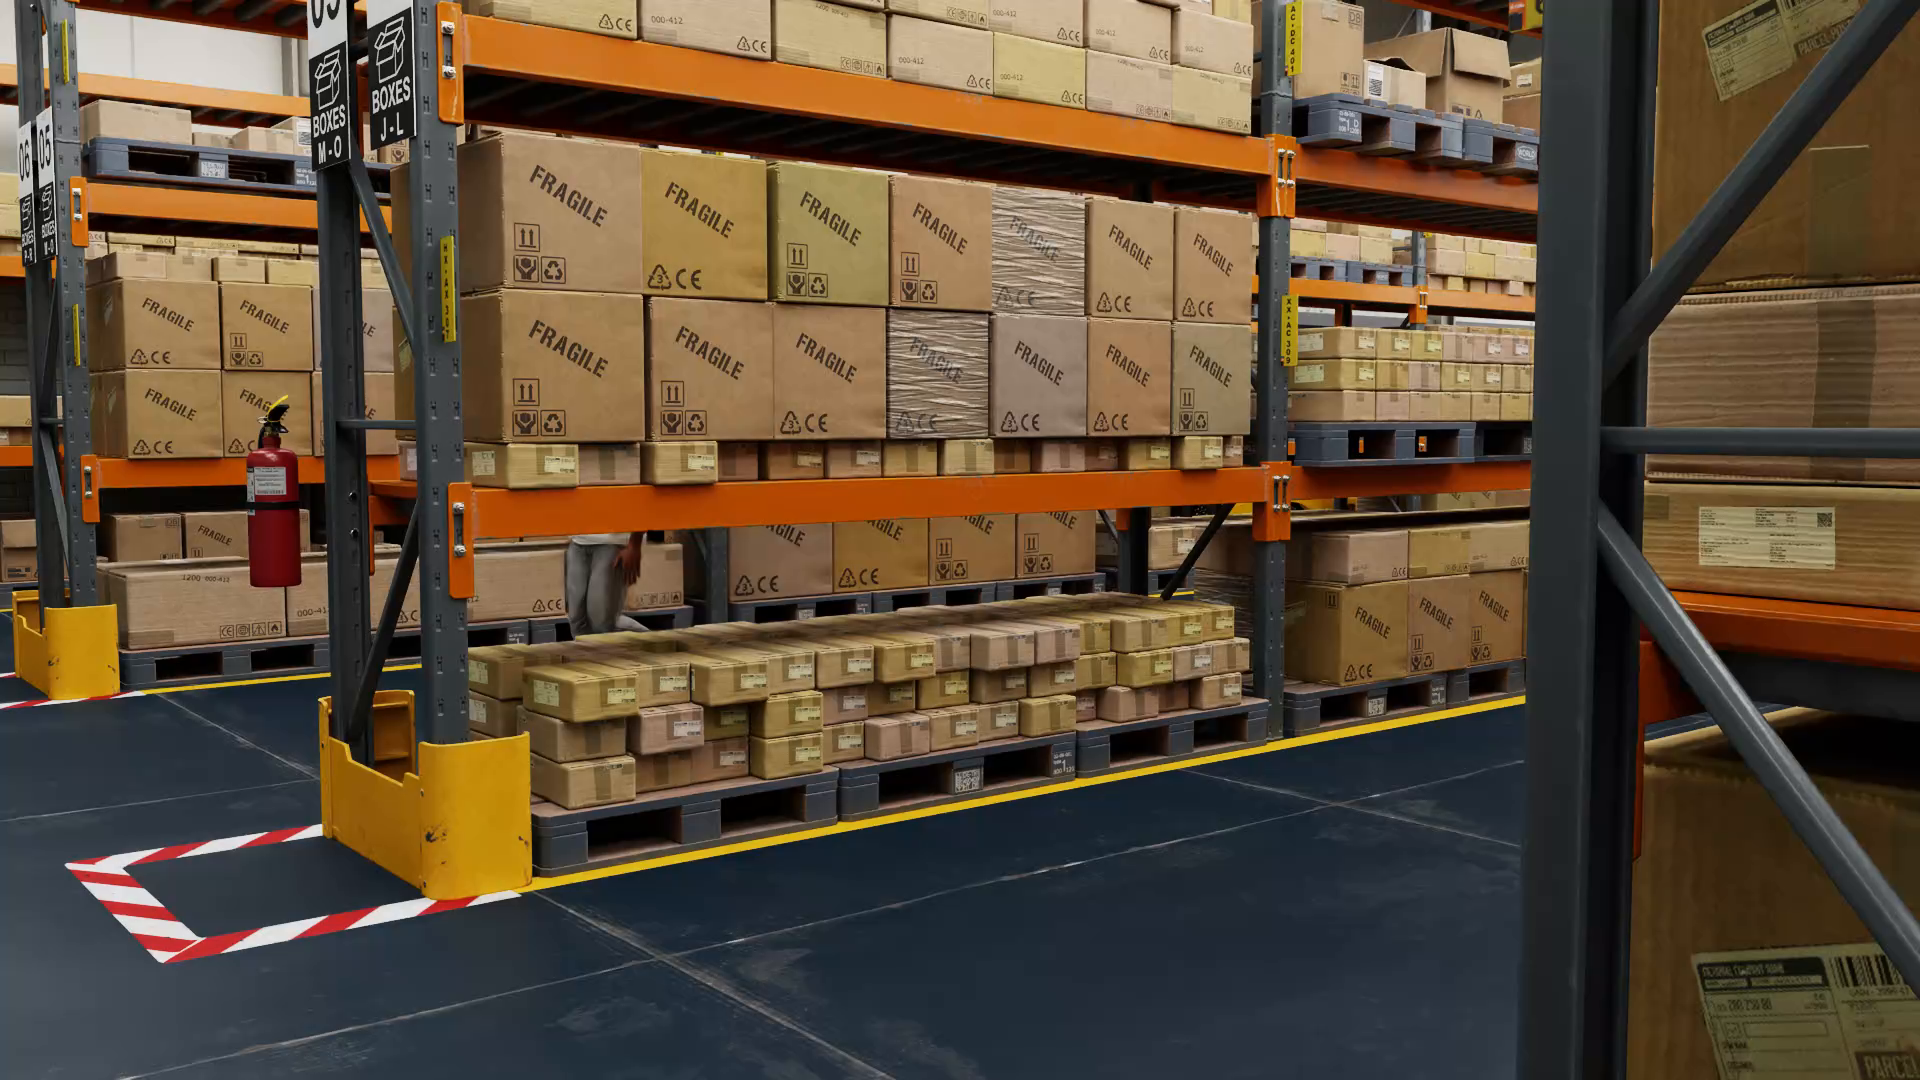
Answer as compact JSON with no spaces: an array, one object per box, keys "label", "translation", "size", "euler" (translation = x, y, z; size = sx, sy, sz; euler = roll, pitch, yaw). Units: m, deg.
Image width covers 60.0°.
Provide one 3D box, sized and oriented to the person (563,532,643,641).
[{"label":"person","translation":[-1.752,0.017,8.256],"size":[0.589,1.756,0.578],"euler":[4,6,42]}]
